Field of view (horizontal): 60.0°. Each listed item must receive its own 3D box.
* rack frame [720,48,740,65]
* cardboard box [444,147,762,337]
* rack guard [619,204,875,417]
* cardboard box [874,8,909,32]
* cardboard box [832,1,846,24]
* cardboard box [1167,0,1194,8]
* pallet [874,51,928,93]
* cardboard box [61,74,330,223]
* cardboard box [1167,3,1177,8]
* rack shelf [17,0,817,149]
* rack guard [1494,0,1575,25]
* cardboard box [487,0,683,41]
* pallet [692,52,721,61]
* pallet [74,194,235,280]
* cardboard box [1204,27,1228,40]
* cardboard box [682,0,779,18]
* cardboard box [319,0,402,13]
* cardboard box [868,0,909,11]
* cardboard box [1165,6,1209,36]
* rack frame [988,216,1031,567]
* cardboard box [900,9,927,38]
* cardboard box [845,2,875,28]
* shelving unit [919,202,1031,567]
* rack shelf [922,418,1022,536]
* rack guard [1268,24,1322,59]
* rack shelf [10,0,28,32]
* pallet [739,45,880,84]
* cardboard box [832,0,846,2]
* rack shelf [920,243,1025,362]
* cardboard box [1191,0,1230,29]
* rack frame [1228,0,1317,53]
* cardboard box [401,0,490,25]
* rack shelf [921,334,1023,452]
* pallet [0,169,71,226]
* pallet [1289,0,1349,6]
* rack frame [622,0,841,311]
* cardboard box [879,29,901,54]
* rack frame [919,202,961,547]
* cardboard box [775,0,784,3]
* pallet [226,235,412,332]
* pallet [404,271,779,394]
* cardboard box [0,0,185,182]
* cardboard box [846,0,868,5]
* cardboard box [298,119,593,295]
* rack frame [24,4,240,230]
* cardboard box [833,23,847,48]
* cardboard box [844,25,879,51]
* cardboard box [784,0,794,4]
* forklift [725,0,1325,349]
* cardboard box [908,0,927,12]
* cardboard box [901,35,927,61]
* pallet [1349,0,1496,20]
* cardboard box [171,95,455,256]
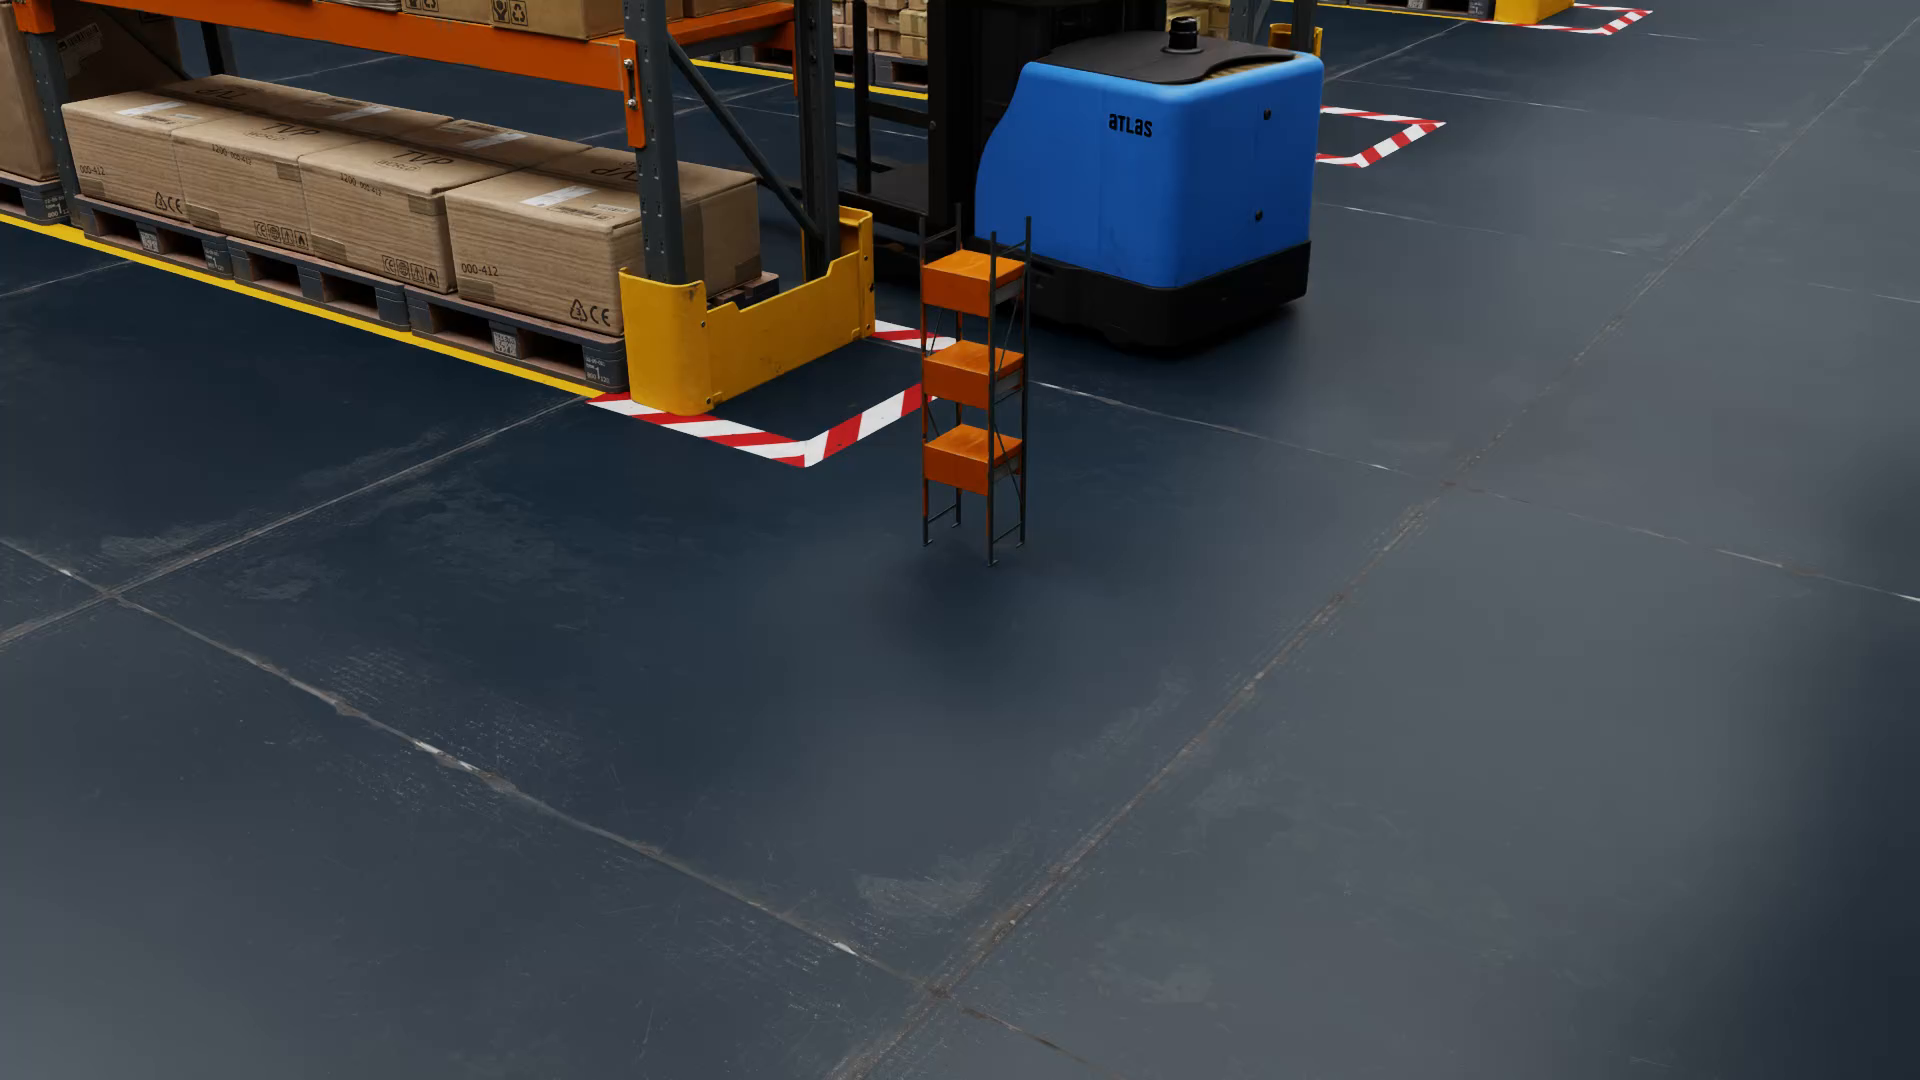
[{"bbox_3d":[-1.399,-4.954,11.677,0.127,3.000,1.000,17,32,30],"label":"rack frame"},{"bbox_3d":[-1.421,-1.228,6.717,0.875,0.438,0.875,16,31,29],"label":"cardboard box"},{"bbox_3d":[-0.801,-0.930,6.526,0.348,0.500,1.175,17,32,30],"label":"rack guard"},{"bbox_3d":[-0.366,-3.560,11.291,0.250,0.149,0.380,19,33,33],"label":"cardboard box"},{"bbox_3d":[-0.800,-3.710,11.585,0.250,0.149,0.380,17,32,30],"label":"cardboard box"},{"bbox_3d":[1.364,-3.396,10.640,0.250,0.149,0.380,18,32,31],"label":"cardboard box"},{"bbox_3d":[0.185,-3.239,11.382,1.213,0.211,1.003,17,32,30],"label":"pallet"},{"bbox_3d":[-3.661,-1.921,8.080,0.875,0.438,0.875,17,31,30],"label":"cardboard box"},{"bbox_3d":[1.144,-3.236,10.325,0.250,0.149,0.380,18,32,31],"label":"cardboard box"},{"bbox_3d":[-2.469,-2.243,7.144,4.000,0.370,1.077,17,32,30],"label":"rack shelf"},{"bbox_3d":[4.810,-4.635,13.807,0.348,0.500,1.175,17,32,30],"label":"rack guard"},{"bbox_3d":[-1.368,-2.120,5.998,0.500,0.500,0.500,18,32,31],"label":"cardboard box"},{"bbox_3d":[-2.041,-3.911,12.702,1.213,0.211,1.003,17,32,30],"label":"pallet"},{"bbox_3d":[-3.535,-1.610,8.181,1.213,0.211,1.003,17,32,30],"label":"pallet"},{"bbox_3d":[1.612,-3.207,10.596,0.250,0.149,0.380,19,32,32],"label":"cardboard box"},{"bbox_3d":[-1.054,-2.325,6.402,0.500,0.500,0.500,17,32,30],"label":"cardboard box"},{"bbox_3d":[-2.203,-2.383,6.515,0.500,0.500,0.500,18,32,32],"label":"cardboard box"},{"bbox_3d":[-0.411,-3.676,11.191,0.250,0.149,0.380,18,32,31],"label":"cardboard box"},{"bbox_3d":[1.319,-3.150,10.156,0.250,0.149,0.380,18,32,31],"label":"cardboard box"},{"bbox_3d":[0.145,-0.423,4.923,0.008,1.050,0.200,17,32,30],"label":"rack frame"},{"bbox_3d":[-0.194,-3.472,11.117,0.250,0.149,0.380,17,32,30],"label":"cardboard box"},{"bbox_3d":[-0.579,-3.640,11.447,0.250,0.149,0.380,16,31,28],"label":"cardboard box"},{"bbox_3d":[0.044,-0.454,4.985,0.252,1.050,0.215,17,32,30],"label":"shelving unit"},{"bbox_3d":[0.044,-0.197,5.116,0.240,0.259,0.215,17,32,30],"label":"rack shelf"},{"bbox_3d":[1.836,-2.832,10.264,0.348,0.500,1.175,17,32,30],"label":"rack guard"},{"bbox_3d":[-5.766,-3.270,9.162,4.000,0.370,1.077,17,32,30],"label":"rack shelf"},{"bbox_3d":[-0.825,-3.552,11.997,1.213,0.211,1.003,17,32,30],"label":"pallet"},{"bbox_3d":[-0.802,-3.830,11.494,0.250,0.149,0.380,17,31,30],"label":"cardboard box"},{"bbox_3d":[0.044,-0.698,4.861,0.240,0.259,0.215,17,32,30],"label":"rack shelf"},{"bbox_3d":[1.659,-3.370,10.589,0.250,0.149,0.380,16,31,28],"label":"cardboard box"},{"bbox_3d":[1.899,-3.927,9.659,0.127,3.000,1.000,17,32,30],"label":"rack frame"},{"bbox_3d":[-1.773,-2.254,6.262,0.500,0.500,0.500,17,31,29],"label":"cardboard box"},{"bbox_3d":[0.044,-0.445,4.990,0.240,0.259,0.215,17,32,30],"label":"rack shelf"},{"bbox_3d":[-4.797,-2.005,8.956,1.213,0.211,1.003,17,32,30],"label":"pallet"},{"bbox_3d":[3.085,-5.002,14.846,1.213,0.211,1.003,17,32,30],"label":"pallet"},{"bbox_3d":[-0.821,-2.050,5.972,0.127,3.000,1.000,17,32,30],"label":"rack frame"},{"bbox_3d":[-0.348,-3.442,11.386,0.250,0.149,0.380,16,31,28],"label":"cardboard box"},{"bbox_3d":[-0.056,-0.485,5.046,0.008,1.050,0.200,17,32,30],"label":"rack frame"},{"bbox_3d":[-1.281,-3.790,11.743,0.250,0.149,0.380,19,33,33],"label":"cardboard box"},{"bbox_3d":[-2.526,-1.297,7.566,1.213,0.211,1.003,17,32,30],"label":"pallet"},{"bbox_3d":[-1.524,-0.984,6.950,1.213,0.211,1.003,17,32,30],"label":"pallet"},{"bbox_3d":[-4.674,-2.447,8.631,0.875,0.875,0.875,18,32,32],"label":"cardboard box"},{"bbox_3d":[-0.574,-3.772,11.379,0.250,0.149,0.380,16,31,29],"label":"cardboard box"},{"bbox_3d":[-2.180,-1.460,7.173,0.875,0.438,0.875,18,32,32],"label":"cardboard box"},{"bbox_3d":[-4.118,-3.077,7.990,0.127,3.000,1.000,17,32,30],"label":"rack frame"},{"bbox_3d":[-0.827,-3.544,11.587,0.250,0.149,0.380,17,32,30],"label":"cardboard box"},{"bbox_3d":[-0.589,-3.498,11.496,0.250,0.149,0.380,17,31,29],"label":"cardboard box"},{"bbox_3d":[-1.022,-3.759,11.682,0.250,0.149,0.380,18,32,31],"label":"cardboard box"},{"bbox_3d":[0.102,-2.639,7.204,3.031,2.935,1.130,24,36,39],"label":"forklift"},{"bbox_3d":[-0.139,-3.637,11.114,0.250,0.149,0.380,16,31,28],"label":"cardboard box"},{"bbox_3d":[-0.188,-3.339,11.184,0.250,0.149,0.380,16,31,29],"label":"cardboard box"},{"bbox_3d":[4.087,-4.689,14.230,1.213,0.211,1.003,17,32,30],"label":"pallet"},{"bbox_3d":[-2.923,-1.692,7.629,0.875,0.438,0.875,16,31,29],"label":"cardboard box"}]
